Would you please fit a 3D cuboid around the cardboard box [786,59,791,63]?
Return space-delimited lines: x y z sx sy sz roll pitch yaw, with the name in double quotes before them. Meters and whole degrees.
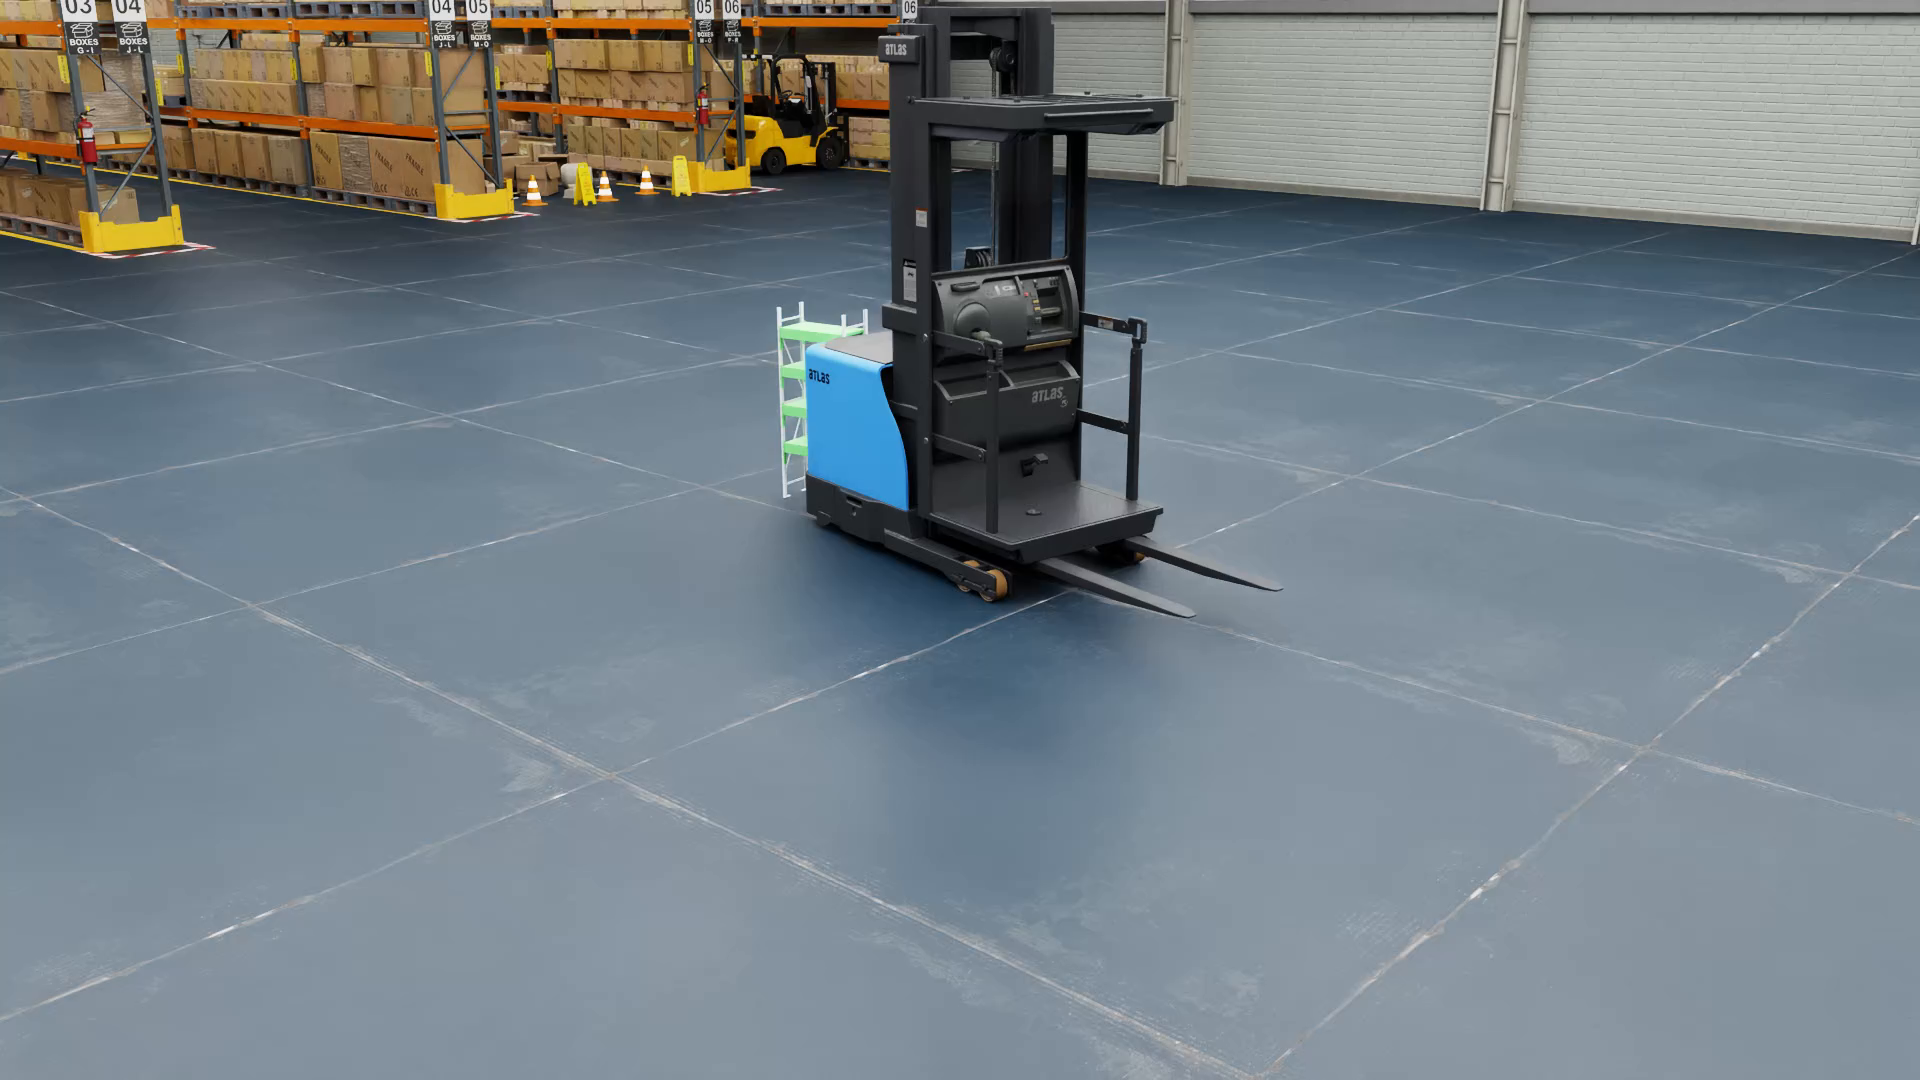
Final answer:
"cardboard box" -3.285 -9.672 33.400 0.250 0.149 0.380 14 23 38

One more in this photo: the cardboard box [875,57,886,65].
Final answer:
"cardboard box" -1.400 -9.148 31.749 0.250 0.149 0.380 15 23 39

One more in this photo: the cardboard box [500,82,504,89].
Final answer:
"cardboard box" -8.521 -8.668 31.685 0.250 0.149 0.380 14 22 37

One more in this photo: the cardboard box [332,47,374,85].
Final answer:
"cardboard box" -9.226 -7.403 25.945 0.550 0.550 0.875 15 23 39

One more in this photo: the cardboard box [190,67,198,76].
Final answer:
"cardboard box" -13.692 -8.479 30.107 0.250 0.149 0.380 14 23 38

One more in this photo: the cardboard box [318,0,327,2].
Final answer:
"cardboard box" -9.666 -8.377 25.647 0.250 0.149 0.380 15 23 38

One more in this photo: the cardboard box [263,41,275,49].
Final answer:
"cardboard box" -15.095 -10.831 36.963 0.500 0.500 0.500 15 23 39

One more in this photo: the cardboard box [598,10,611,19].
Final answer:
"cardboard box" -6.094 -9.175 29.020 0.250 0.149 0.380 14 23 38

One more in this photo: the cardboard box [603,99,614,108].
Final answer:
"cardboard box" -6.097 -7.748 29.480 0.250 0.149 0.380 15 23 40

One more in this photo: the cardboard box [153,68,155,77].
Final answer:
"cardboard box" -14.326 -8.387 29.818 0.250 0.149 0.380 16 24 41

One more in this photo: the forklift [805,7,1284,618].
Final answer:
"forklift" 0.389 -1.247 8.696 1.130 2.935 3.031 -13 22 -36

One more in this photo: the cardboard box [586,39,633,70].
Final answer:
"cardboard box" -6.160 -8.576 29.366 0.500 0.500 0.700 14 23 38

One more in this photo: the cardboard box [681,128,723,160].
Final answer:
"cardboard box" -4.517 -6.935 29.117 0.500 0.500 0.500 14 22 37

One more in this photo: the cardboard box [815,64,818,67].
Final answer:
"cardboard box" -2.777 -9.356 32.895 0.250 0.149 0.380 14 22 38

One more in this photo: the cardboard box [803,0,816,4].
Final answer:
"cardboard box" -2.870 -10.633 32.560 0.258 0.266 0.396 14 23 38

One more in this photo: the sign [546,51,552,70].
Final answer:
"sign" -7.436 -8.688 30.113 0.005 0.325 0.100 15 23 39

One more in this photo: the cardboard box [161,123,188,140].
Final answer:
"cardboard box" -14.343 -7.468 30.383 0.500 0.250 0.500 15 23 40

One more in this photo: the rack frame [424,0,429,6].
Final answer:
"rack frame" -7.289 -9.178 23.655 0.127 3.000 1.000 15 23 39

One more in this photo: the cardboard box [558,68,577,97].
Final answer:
"cardboard box" -6.927 -8.300 30.149 0.500 0.500 0.500 15 23 39

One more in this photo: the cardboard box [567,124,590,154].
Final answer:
"cardboard box" -6.809 -7.330 30.360 0.500 0.500 0.500 16 24 42

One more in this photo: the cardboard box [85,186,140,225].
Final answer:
"cardboard box" -11.113 -4.355 21.812 0.500 0.500 0.500 -13 22 -36

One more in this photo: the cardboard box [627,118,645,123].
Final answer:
"cardboard box" -7.229 -9.234 37.187 0.500 0.500 0.500 16 24 41

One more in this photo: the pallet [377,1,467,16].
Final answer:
"pallet" -7.851 -7.853 24.584 1.213 0.211 1.003 15 23 39

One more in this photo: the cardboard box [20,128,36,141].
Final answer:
"cardboard box" -12.199 -5.385 22.036 0.250 0.149 0.380 15 23 39

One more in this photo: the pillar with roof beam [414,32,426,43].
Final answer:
"pillar with roof beam" -17.030 -14.426 40.191 0.400 9.000 9.100 15 23 39

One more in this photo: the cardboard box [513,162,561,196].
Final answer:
"cardboard box" -7.073 -6.049 27.840 0.637 0.503 0.797 0 18 2

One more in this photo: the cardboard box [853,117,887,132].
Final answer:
"cardboard box" -1.724 -8.072 32.286 0.500 0.250 0.500 16 23 40

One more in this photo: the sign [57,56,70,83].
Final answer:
"sign" -11.040 -5.798 20.485 0.005 0.325 0.100 15 23 39

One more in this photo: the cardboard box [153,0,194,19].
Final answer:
"cardboard box" -13.868 -9.460 29.336 0.500 0.500 0.500 15 23 39

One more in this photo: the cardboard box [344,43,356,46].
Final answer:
"cardboard box" -12.517 -10.143 34.796 0.500 0.500 0.500 15 23 39

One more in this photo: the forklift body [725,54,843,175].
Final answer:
"forklift body" -3.416 -8.146 31.724 1.214 2.155 2.313 15 23 39

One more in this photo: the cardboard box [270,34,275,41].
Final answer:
"cardboard box" -15.004 -11.107 36.761 0.250 0.149 0.380 15 23 40

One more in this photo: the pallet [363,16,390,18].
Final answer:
"pallet" -11.418 -10.746 33.867 1.213 0.211 1.003 16 24 42

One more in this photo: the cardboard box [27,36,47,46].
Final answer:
"cardboard box" -18.341 -9.838 33.341 0.500 0.500 0.500 14 23 38

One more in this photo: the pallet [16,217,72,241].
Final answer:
"pallet" -12.206 -4.319 22.872 1.213 0.211 1.003 15 23 39

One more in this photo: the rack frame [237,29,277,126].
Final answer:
"rack frame" -16.046 -10.671 38.278 0.127 3.000 1.000 15 23 39

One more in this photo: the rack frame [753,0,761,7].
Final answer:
"rack frame" -3.779 -12.245 33.320 0.127 3.000 1.000 15 23 39

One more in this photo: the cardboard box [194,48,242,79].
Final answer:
"cardboard box" -12.943 -8.357 29.167 0.500 0.500 0.700 15 23 39

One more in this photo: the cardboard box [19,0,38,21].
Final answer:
"cardboard box" -11.561 -6.714 21.098 0.500 0.250 0.500 15 23 40

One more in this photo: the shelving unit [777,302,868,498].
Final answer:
"shelving unit" -0.834 -0.827 10.235 0.503 1.200 0.258 11 21 31

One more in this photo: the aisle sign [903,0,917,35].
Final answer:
"aisle sign" -0.933 -9.742 31.053 0.004 0.787 0.394 15 23 39

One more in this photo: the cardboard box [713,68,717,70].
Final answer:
"cardboard box" -5.084 -9.799 34.951 0.500 0.250 0.500 16 23 40

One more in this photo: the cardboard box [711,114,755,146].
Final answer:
"cardboard box" -4.752 -8.714 35.342 0.625 0.625 0.875 15 23 39

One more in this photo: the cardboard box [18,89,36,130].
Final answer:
"cardboard box" -11.849 -5.706 21.976 0.500 0.500 0.875 15 23 39

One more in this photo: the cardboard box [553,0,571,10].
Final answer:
"cardboard box" -6.923 -9.612 29.737 0.500 0.250 0.500 14 23 38

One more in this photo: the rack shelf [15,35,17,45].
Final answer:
"rack shelf" -15.145 -7.508 24.542 4.000 0.370 1.077 15 23 39

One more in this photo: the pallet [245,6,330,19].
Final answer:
"pallet" -10.999 -8.633 27.214 1.217 0.209 0.805 14 22 37

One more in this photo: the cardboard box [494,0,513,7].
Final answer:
"cardboard box" -8.360 -10.110 31.105 0.500 0.250 0.500 15 23 40

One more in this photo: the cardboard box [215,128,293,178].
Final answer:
"cardboard box" -12.221 -6.735 28.901 0.750 0.750 1.050 15 23 40

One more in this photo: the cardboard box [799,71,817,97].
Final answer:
"cardboard box" -2.840 -9.083 33.108 0.500 0.500 0.500 15 23 39

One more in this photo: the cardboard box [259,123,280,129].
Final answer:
"cardboard box" -15.486 -9.541 38.256 0.875 0.438 0.875 14 22 37

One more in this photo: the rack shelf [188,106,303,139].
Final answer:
"rack shelf" -11.777 -7.181 28.468 4.000 0.370 1.077 15 23 39
